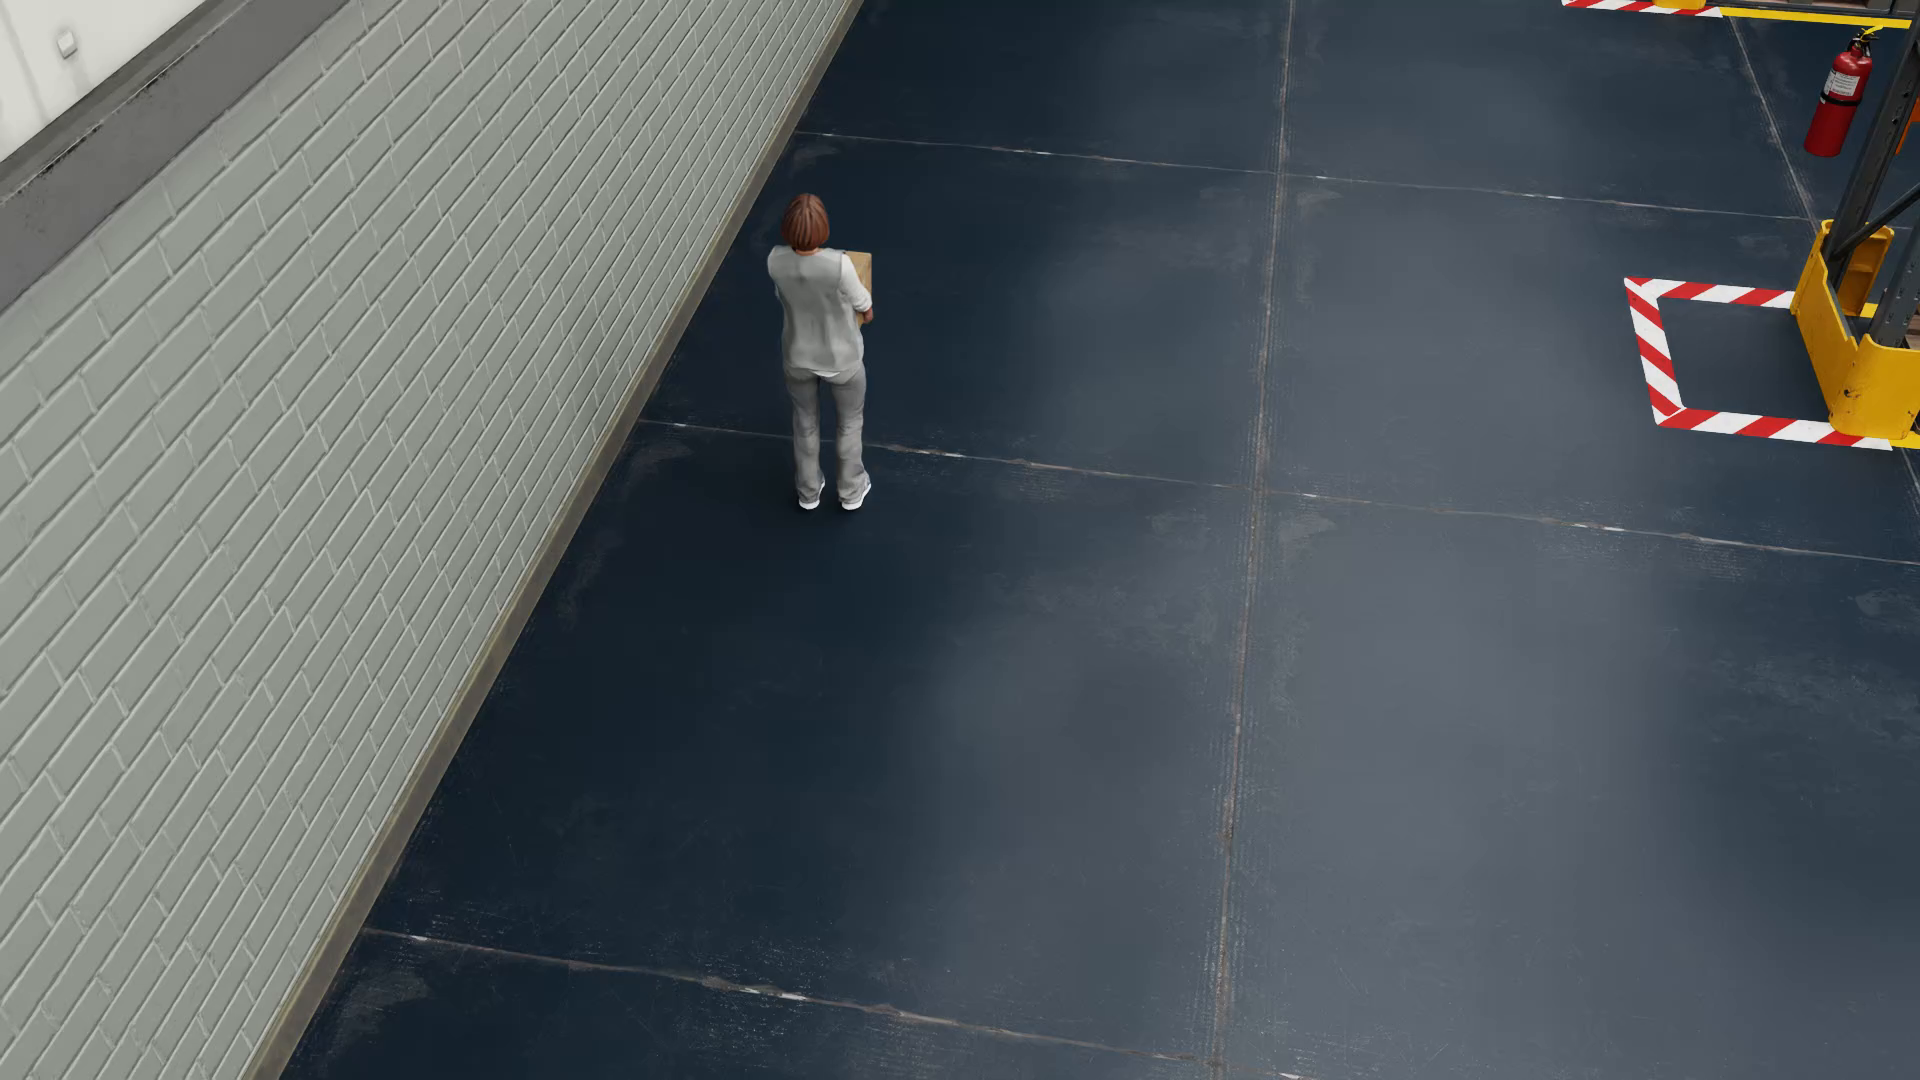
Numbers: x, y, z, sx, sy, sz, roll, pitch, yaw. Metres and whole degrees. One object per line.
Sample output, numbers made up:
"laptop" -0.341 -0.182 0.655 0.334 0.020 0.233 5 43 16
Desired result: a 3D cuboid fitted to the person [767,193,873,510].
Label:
"person" -0.569 -0.829 7.123 0.405 1.587 0.497 7 42 8
